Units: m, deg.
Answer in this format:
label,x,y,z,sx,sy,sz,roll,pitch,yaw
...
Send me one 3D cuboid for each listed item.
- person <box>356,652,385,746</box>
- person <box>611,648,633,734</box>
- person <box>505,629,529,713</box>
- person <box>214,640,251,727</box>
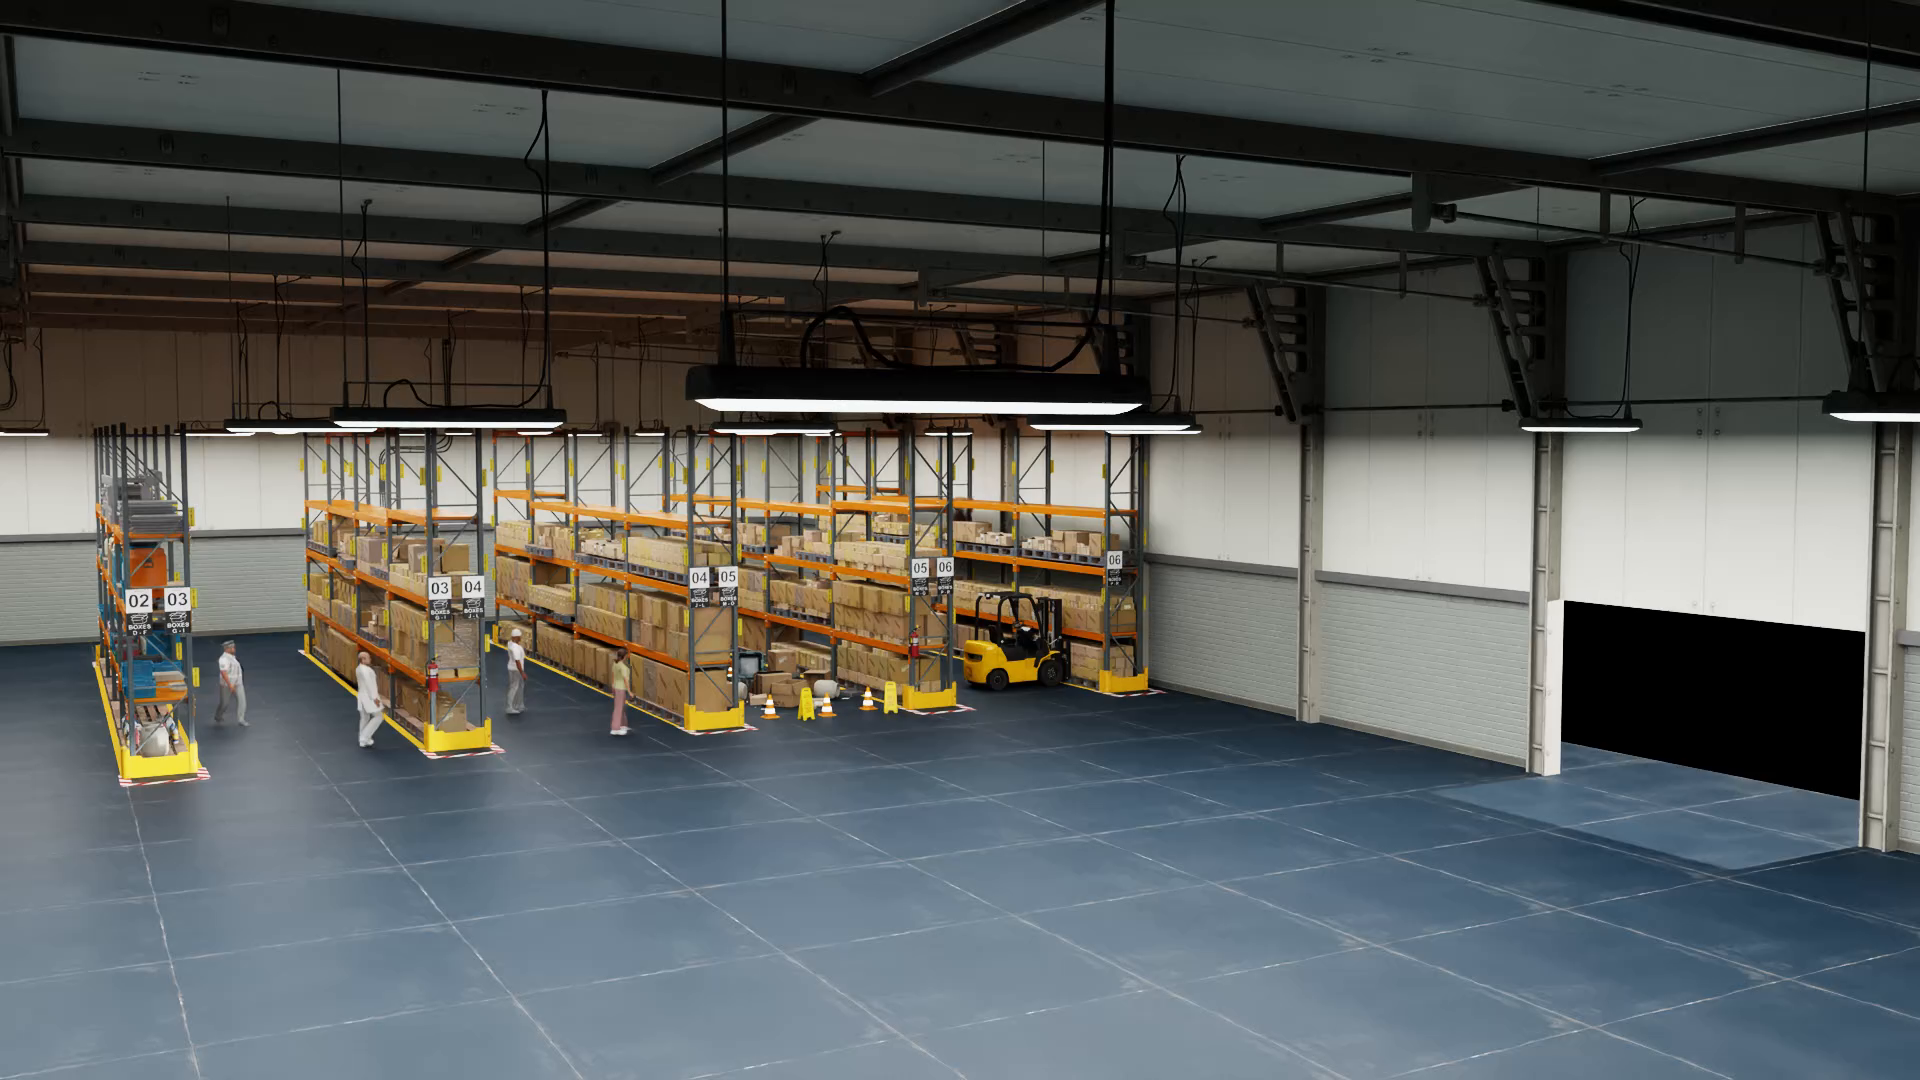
label,x,y,z,sx,sy,sz,roll,pitch,yaw
person,-11.008,2.960,30.893,0.591,1.782,0.524,2,4,36
person,-6.591,2.942,32.374,0.547,1.693,0.609,-2,4,-29
person,-9.294,2.750,34.851,0.485,1.805,0.706,-1,4,-14
person,-14.537,2.851,33.129,0.972,1.726,0.516,3,5,42
